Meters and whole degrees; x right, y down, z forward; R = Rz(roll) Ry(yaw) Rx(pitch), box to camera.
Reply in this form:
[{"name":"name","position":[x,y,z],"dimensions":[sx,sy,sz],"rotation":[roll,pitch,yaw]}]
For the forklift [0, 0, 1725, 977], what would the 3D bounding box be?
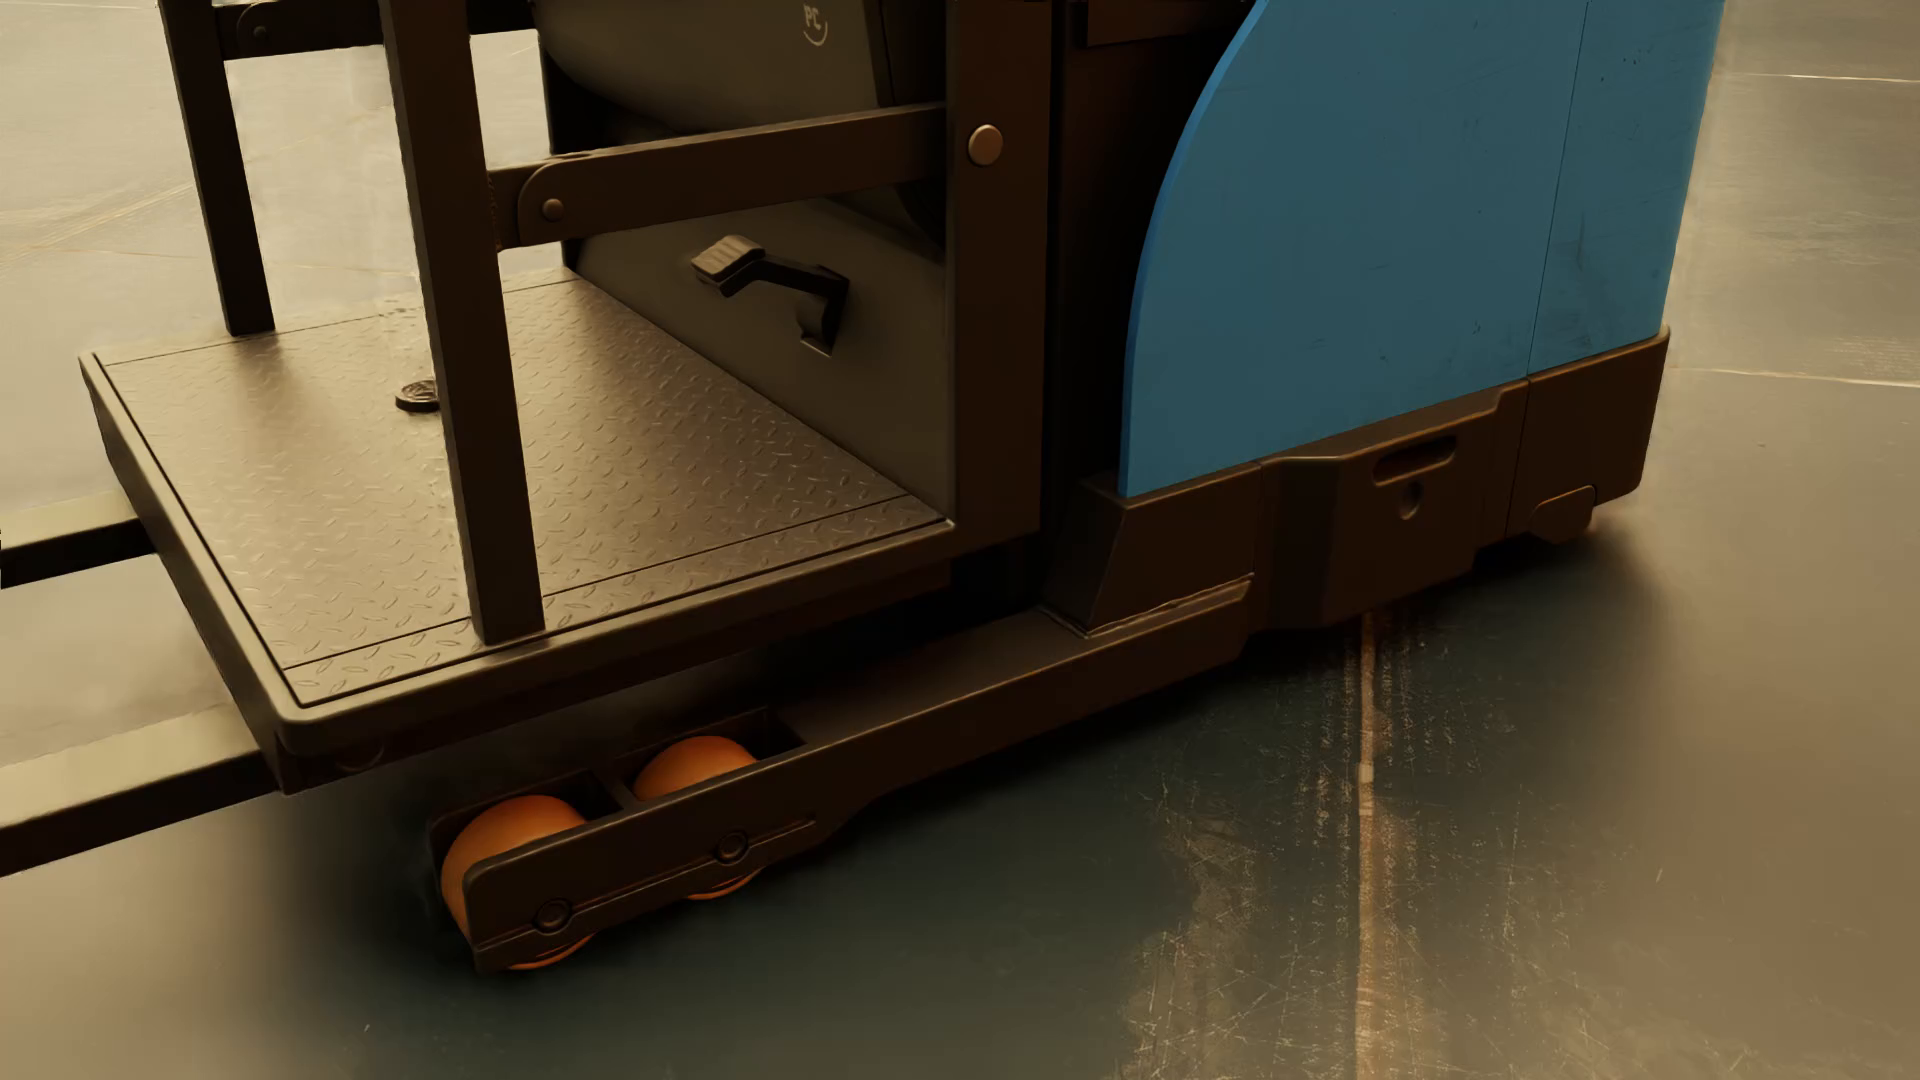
[{"name":"forklift","position":[-0.471,-1.154,1.534],"dimensions":[3.031,2.935,1.130],"rotation":[-17,31,-30]}]
